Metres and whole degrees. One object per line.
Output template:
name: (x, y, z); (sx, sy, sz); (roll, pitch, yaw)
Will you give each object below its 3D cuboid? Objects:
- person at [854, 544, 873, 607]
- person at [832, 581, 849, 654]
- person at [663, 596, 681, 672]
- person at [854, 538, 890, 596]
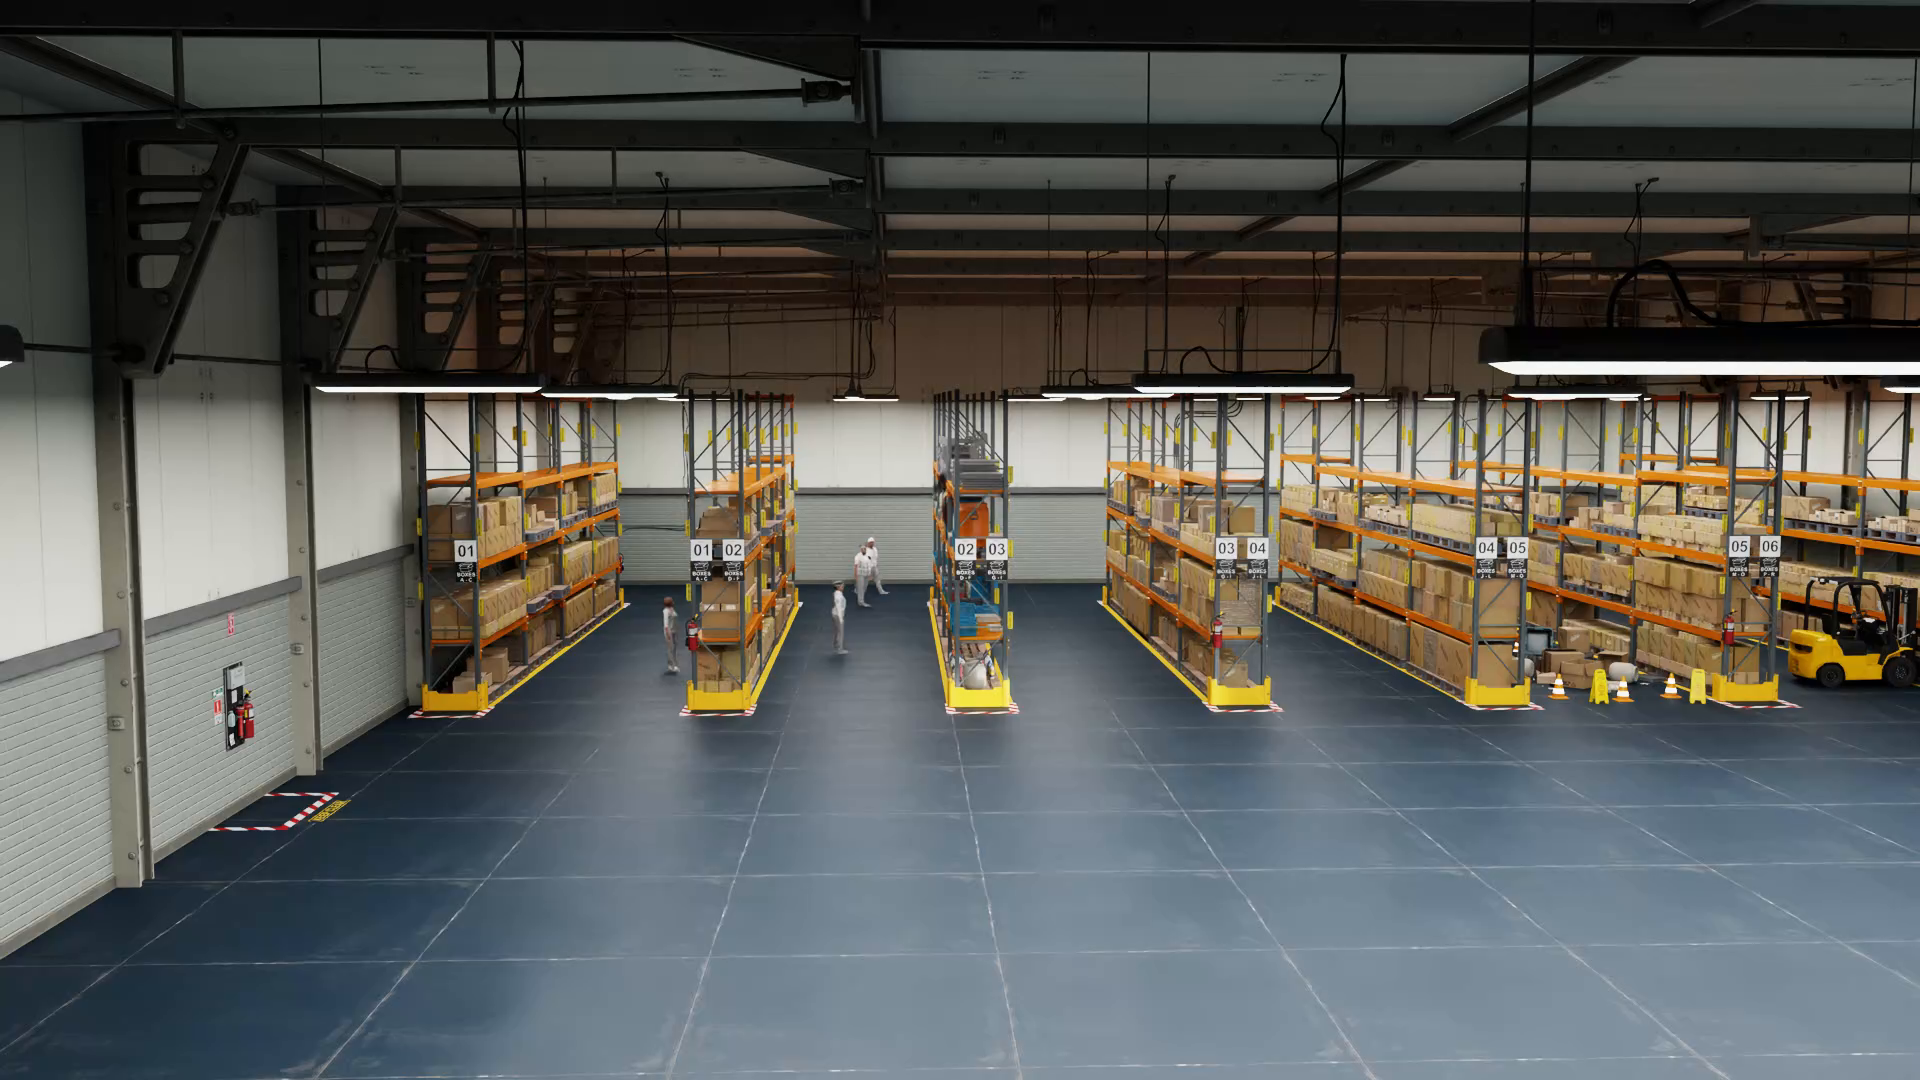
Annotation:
person: (-2.699, 0.993, 47.274); (0.560, 1.775, 0.562); (4, 6, 41)
person: (-2.739, 1.762, 38.012); (0.376, 1.675, 0.536); (-1, 5, -9)
person: (-6.156, 2.019, 35.882); (0.564, 1.599, 0.446); (3, 6, 33)
person: (-2.643, 0.802, 49.805); (1.061, 1.746, 0.695); (1, 5, 16)
